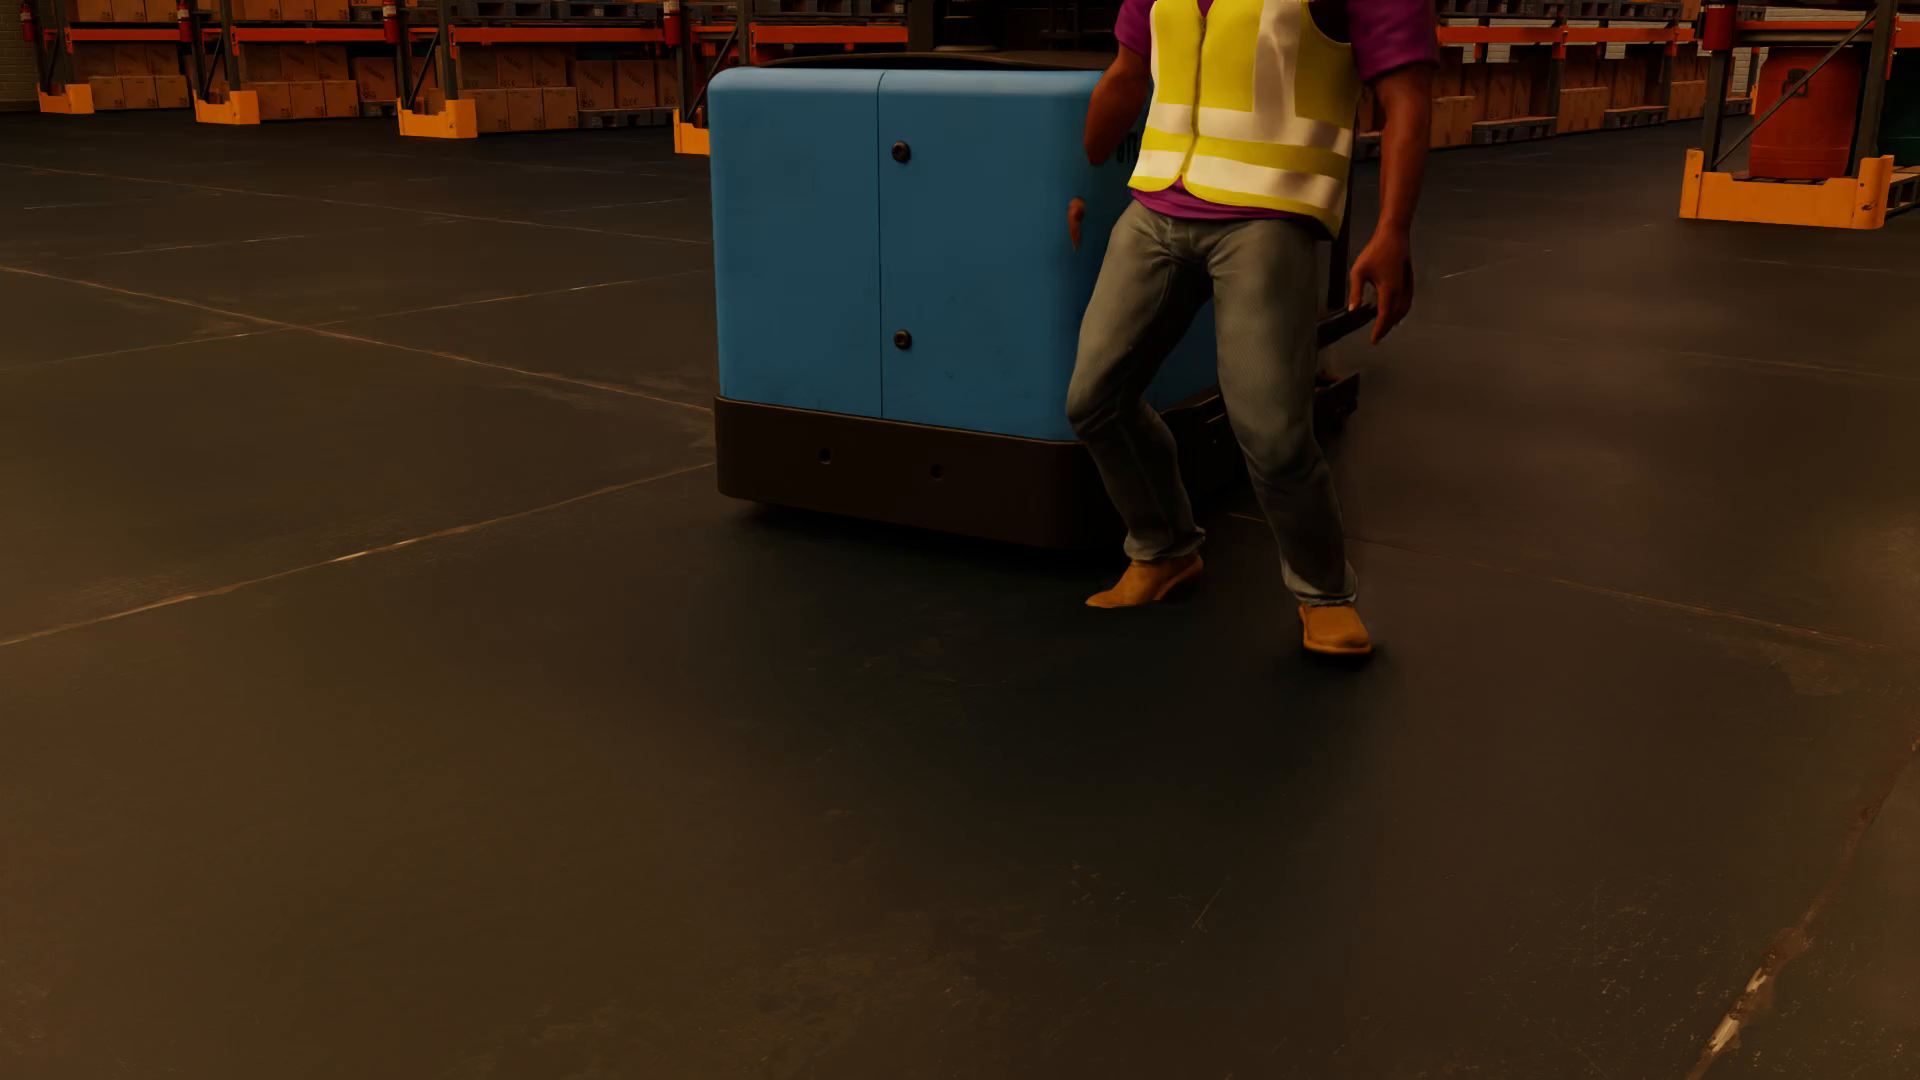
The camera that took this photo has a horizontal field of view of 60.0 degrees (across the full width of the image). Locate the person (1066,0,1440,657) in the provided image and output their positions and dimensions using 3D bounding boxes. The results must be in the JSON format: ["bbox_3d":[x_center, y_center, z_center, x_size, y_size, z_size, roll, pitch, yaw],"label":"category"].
[{"bbox_3d":[0.499,-0.621,3.154,0.424,1.729,0.889,-14,22,-38],"label":"person"}]

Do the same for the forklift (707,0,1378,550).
[{"bbox_3d":[0.568,-1.757,4.683,1.130,2.935,3.031,9,19,28],"label":"forklift"}]
